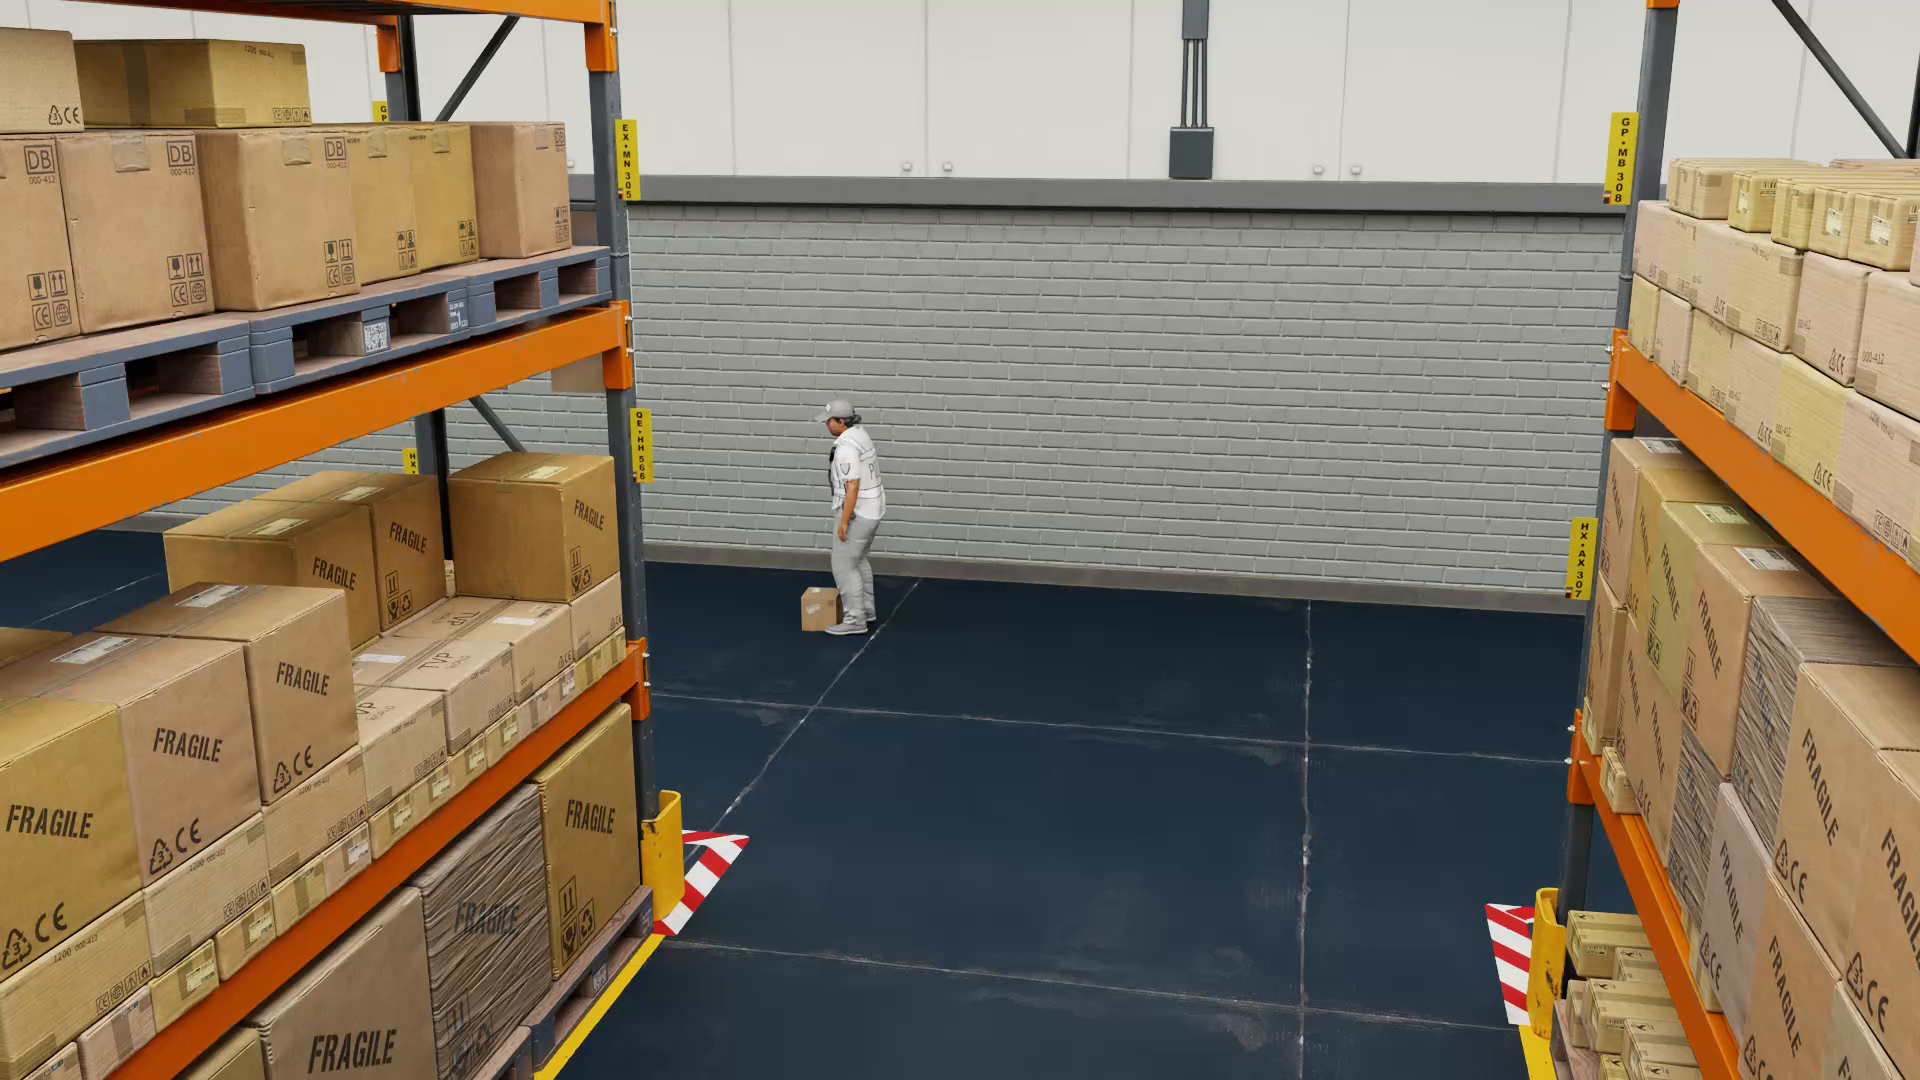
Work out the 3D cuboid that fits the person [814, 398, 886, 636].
[{"bbox_3d":[-0.772,-0.177,11.674,0.457,1.665,0.559,2,15,8],"label":"person"}]
